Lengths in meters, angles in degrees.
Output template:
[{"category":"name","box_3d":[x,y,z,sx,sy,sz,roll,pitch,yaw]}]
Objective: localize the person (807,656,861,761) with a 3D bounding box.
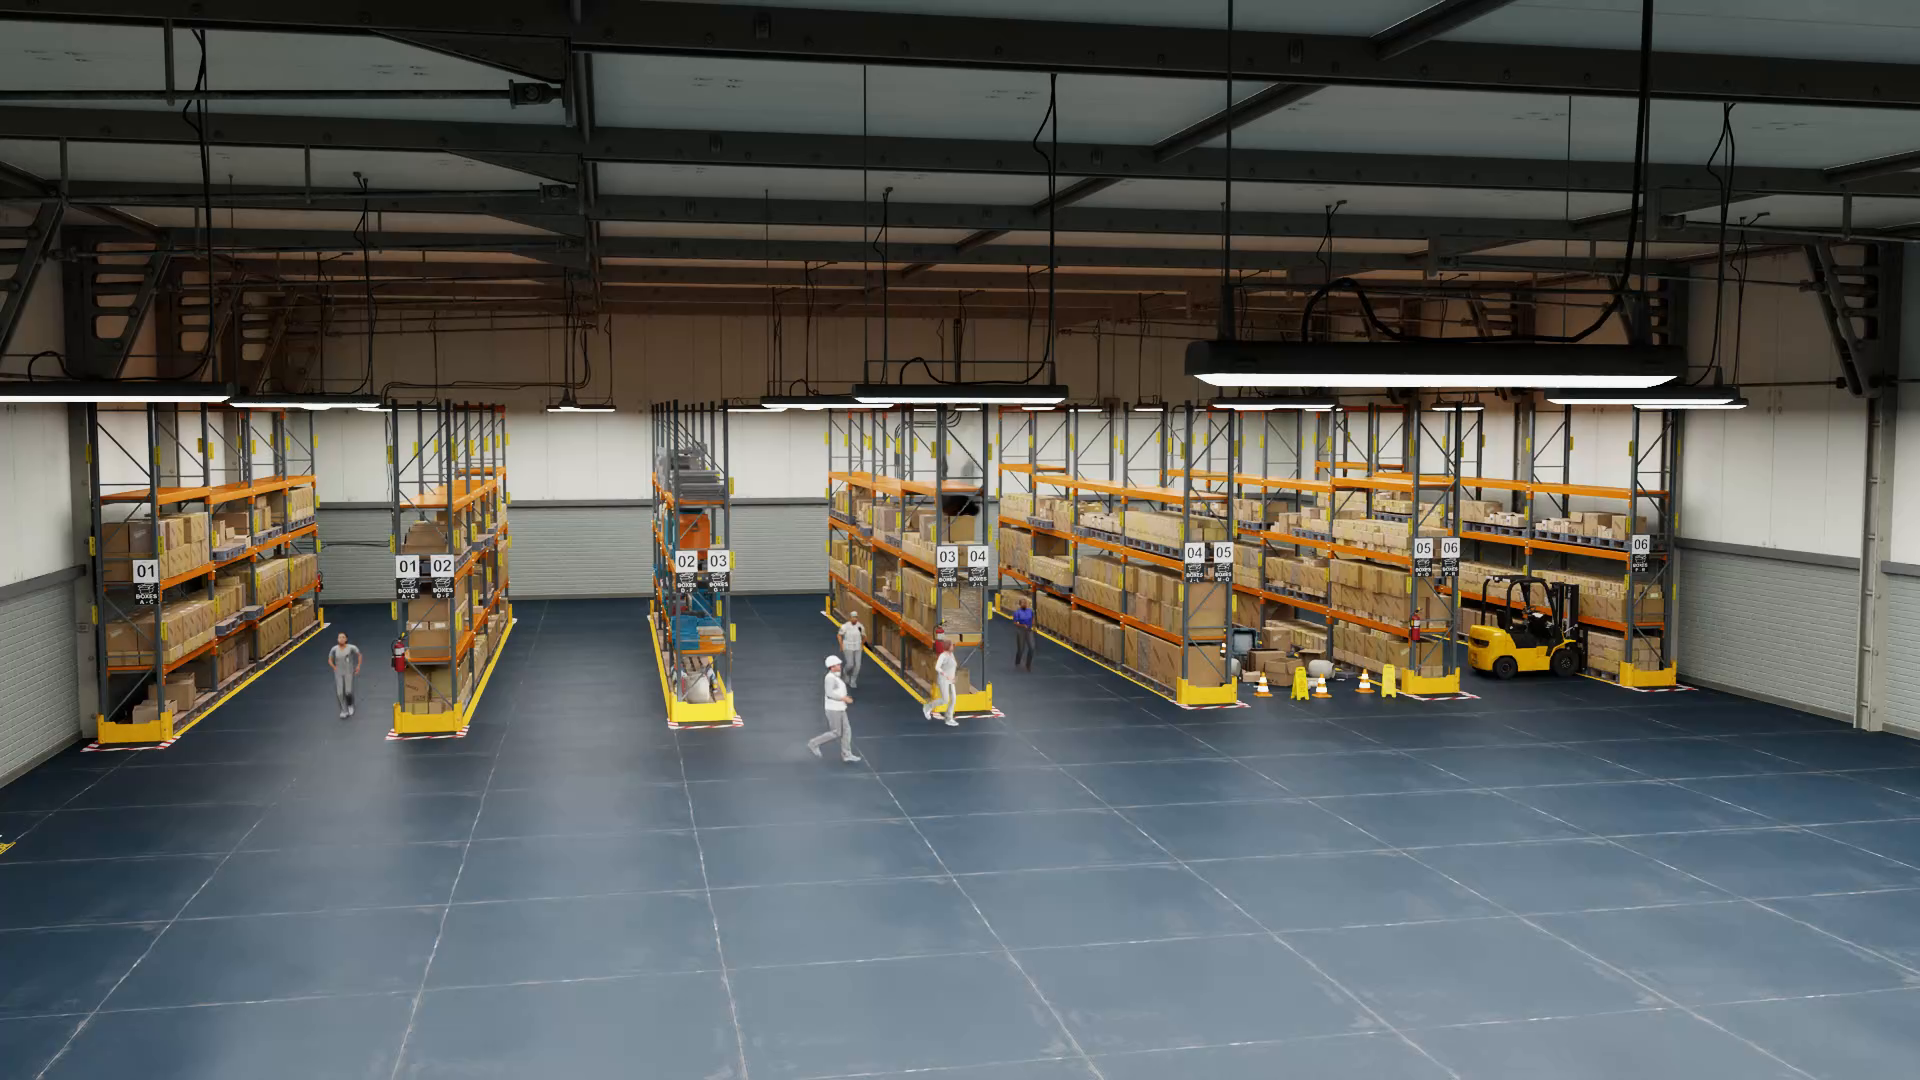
[{"category":"person","box_3d":[-2.062,2.770,27.318,0.880,1.749,0.670,0,4,5]}]

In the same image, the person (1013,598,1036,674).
[{"category":"person","box_3d":[1.450,2.134,37.029,0.581,1.685,0.734,-1,4,-16]}]

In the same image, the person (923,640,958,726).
[{"category":"person","box_3d":[-0.323,2.625,30.776,0.702,1.579,0.585,1,5,18]}]

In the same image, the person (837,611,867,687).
[{"category":"person","box_3d":[-2.233,2.294,34.808,0.592,1.616,0.588,-1,5,-18]}]

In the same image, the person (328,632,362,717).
[{"category":"person","box_3d":[-11.603,2.538,31.360,0.593,1.630,0.560,-1,4,-14]}]
